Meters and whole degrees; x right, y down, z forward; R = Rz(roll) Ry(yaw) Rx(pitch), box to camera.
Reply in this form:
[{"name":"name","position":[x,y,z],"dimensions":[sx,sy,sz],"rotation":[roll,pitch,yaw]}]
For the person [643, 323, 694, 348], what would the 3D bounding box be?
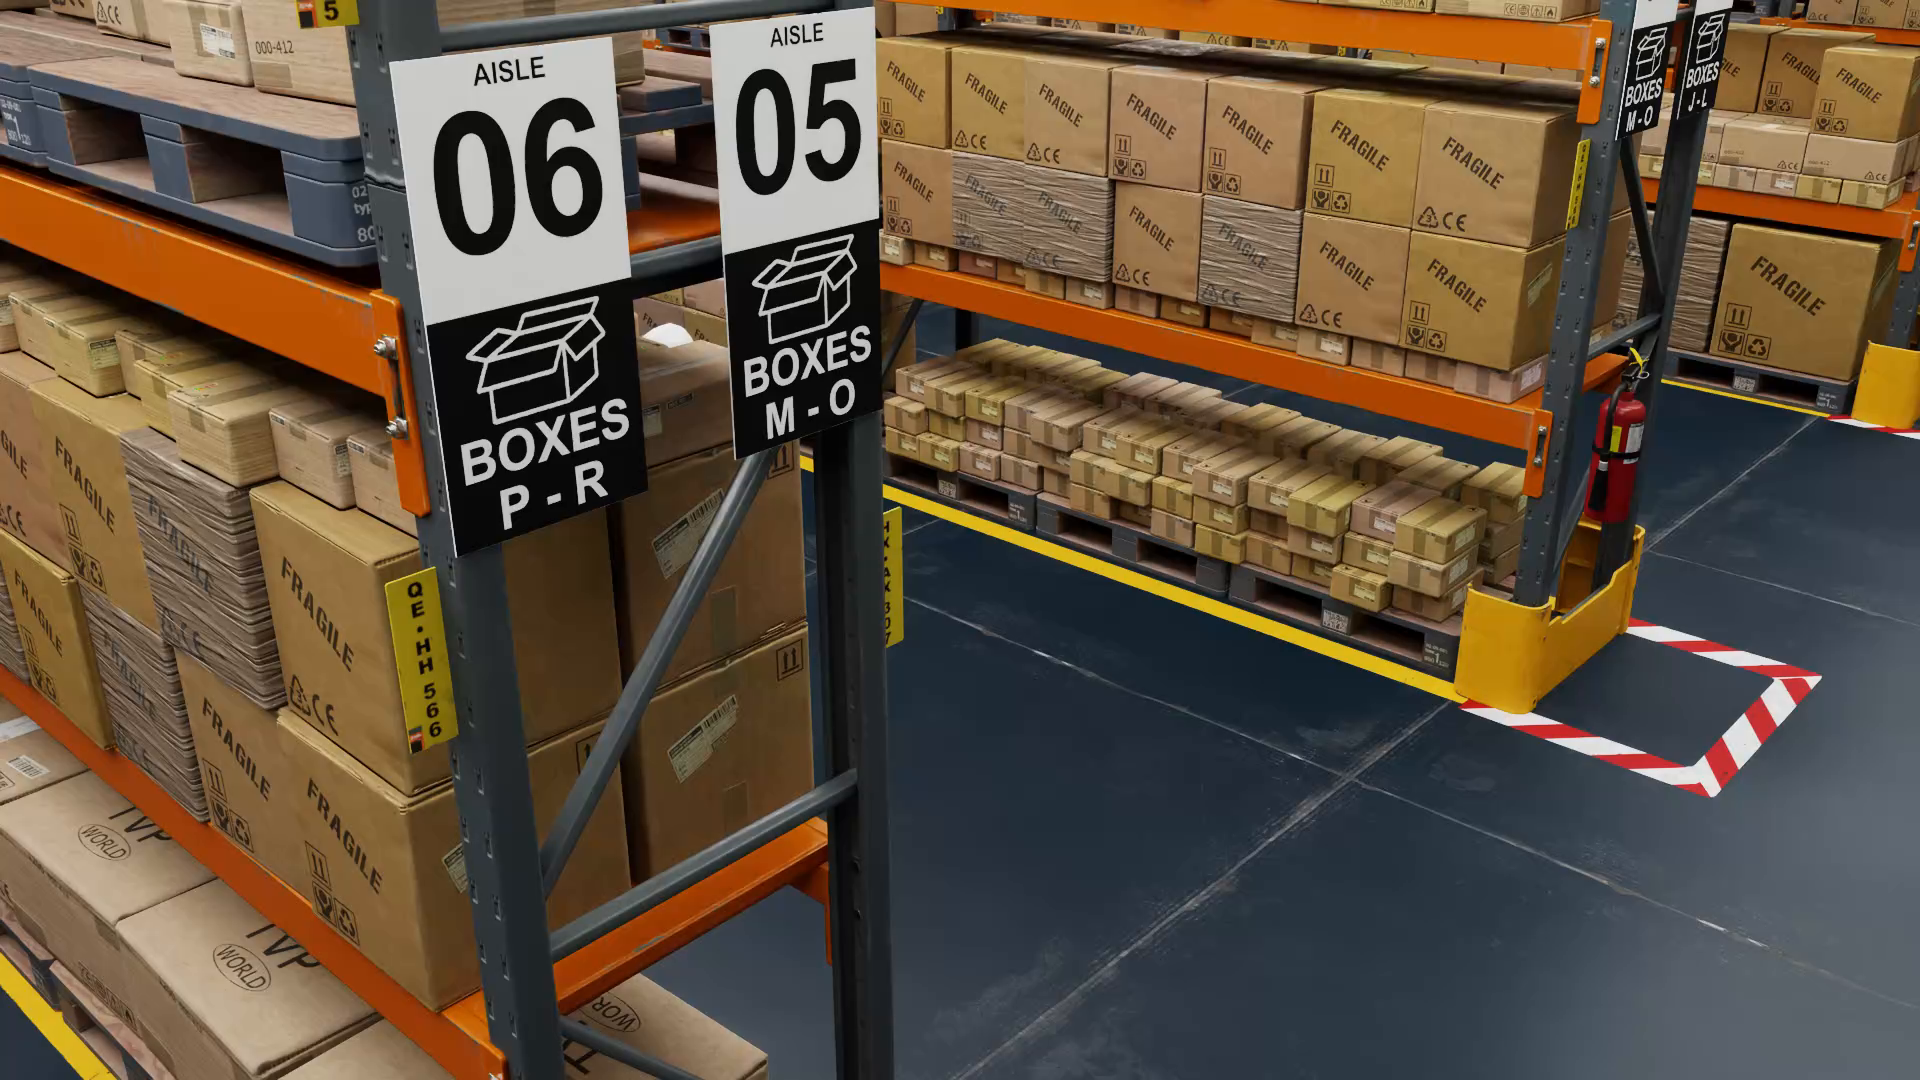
[{"name":"person","position":[-1.085,-0.012,6.594],"dimensions":[0.593,1.771,0.475],"rotation":[18,29,35]}]
